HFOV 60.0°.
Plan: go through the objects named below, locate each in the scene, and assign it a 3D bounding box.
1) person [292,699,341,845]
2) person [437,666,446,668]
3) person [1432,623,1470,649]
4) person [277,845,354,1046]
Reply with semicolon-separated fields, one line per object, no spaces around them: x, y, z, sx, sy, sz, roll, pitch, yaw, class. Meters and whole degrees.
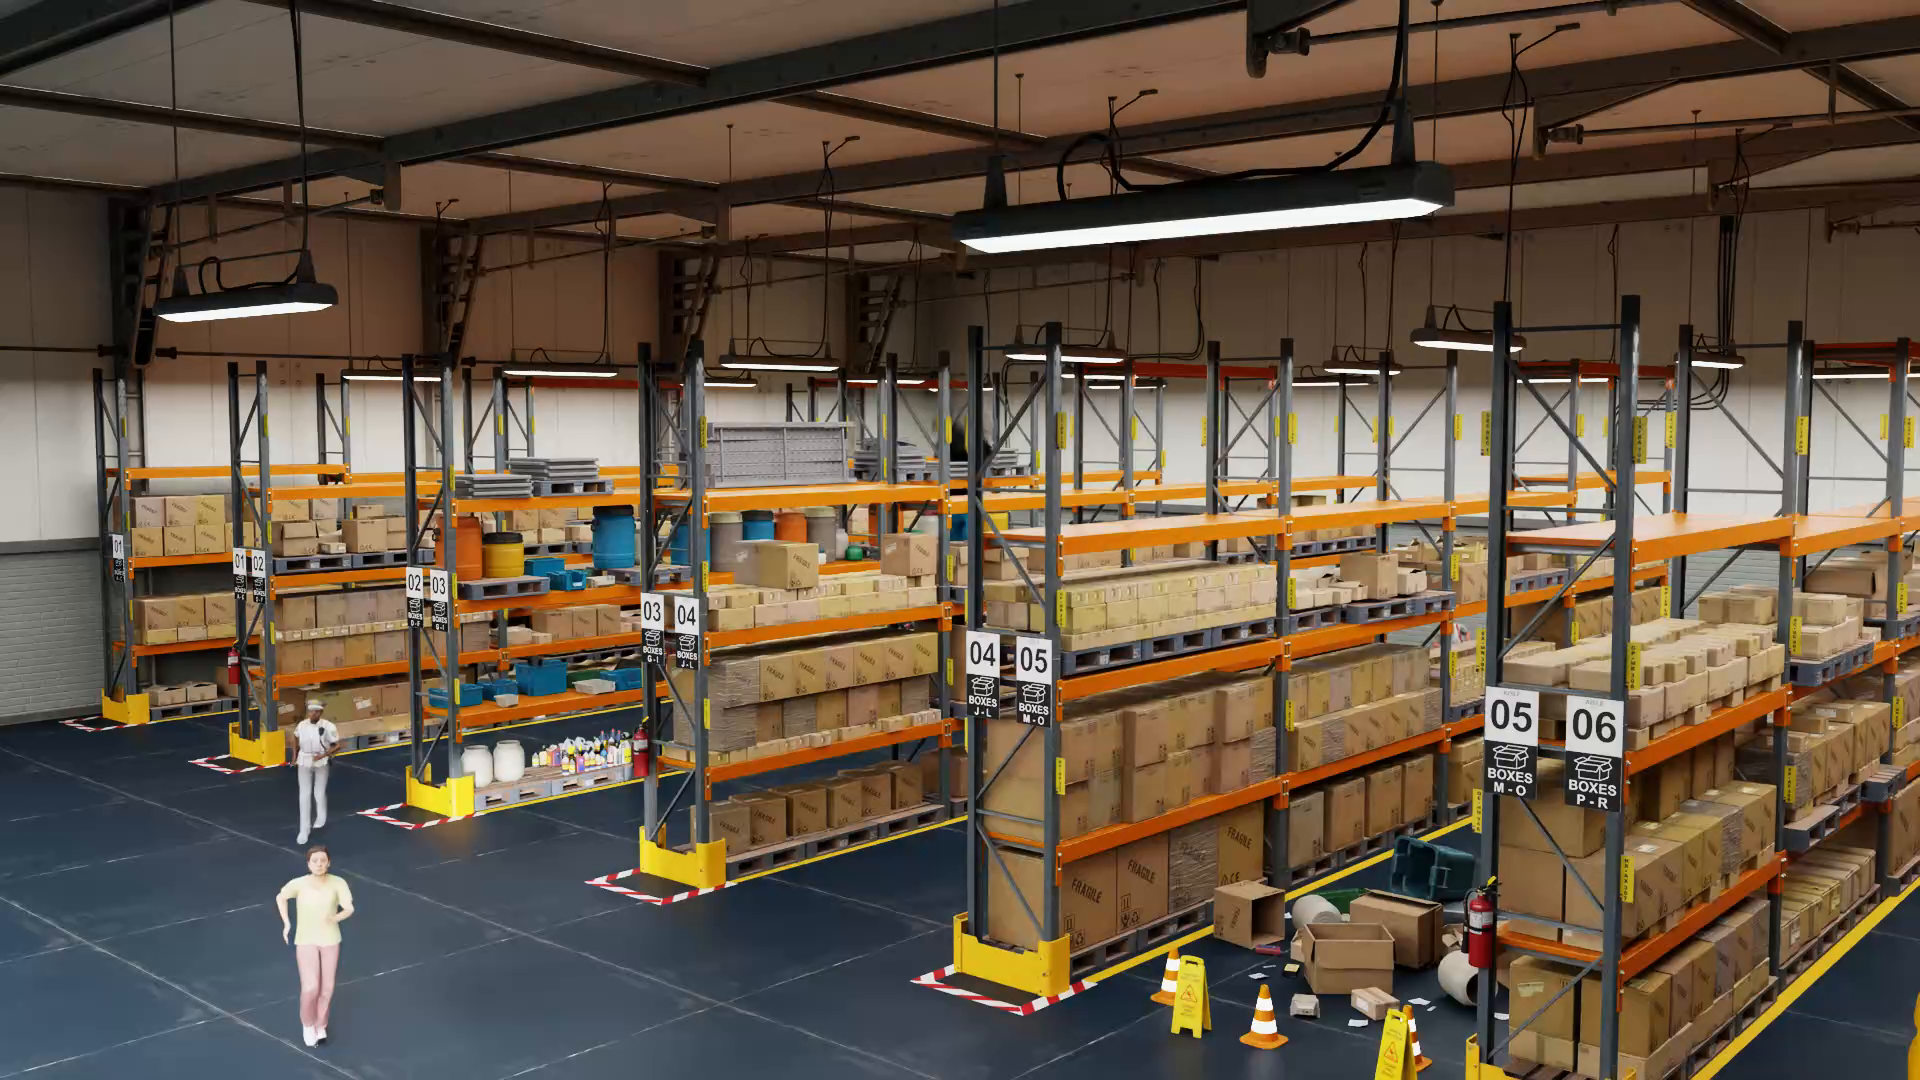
-7.948;2.800;20.539;0.589;1.714;0.900;-1;4;-13;person
-9.009;2.211;29.354;0.615;1.630;0.587;4;5;40;person
8.808;2.118;29.629;0.780;1.773;0.753;1;4;12;person
-5.262;3.321;13.638;0.565;1.639;0.599;-2;5;-28;person
